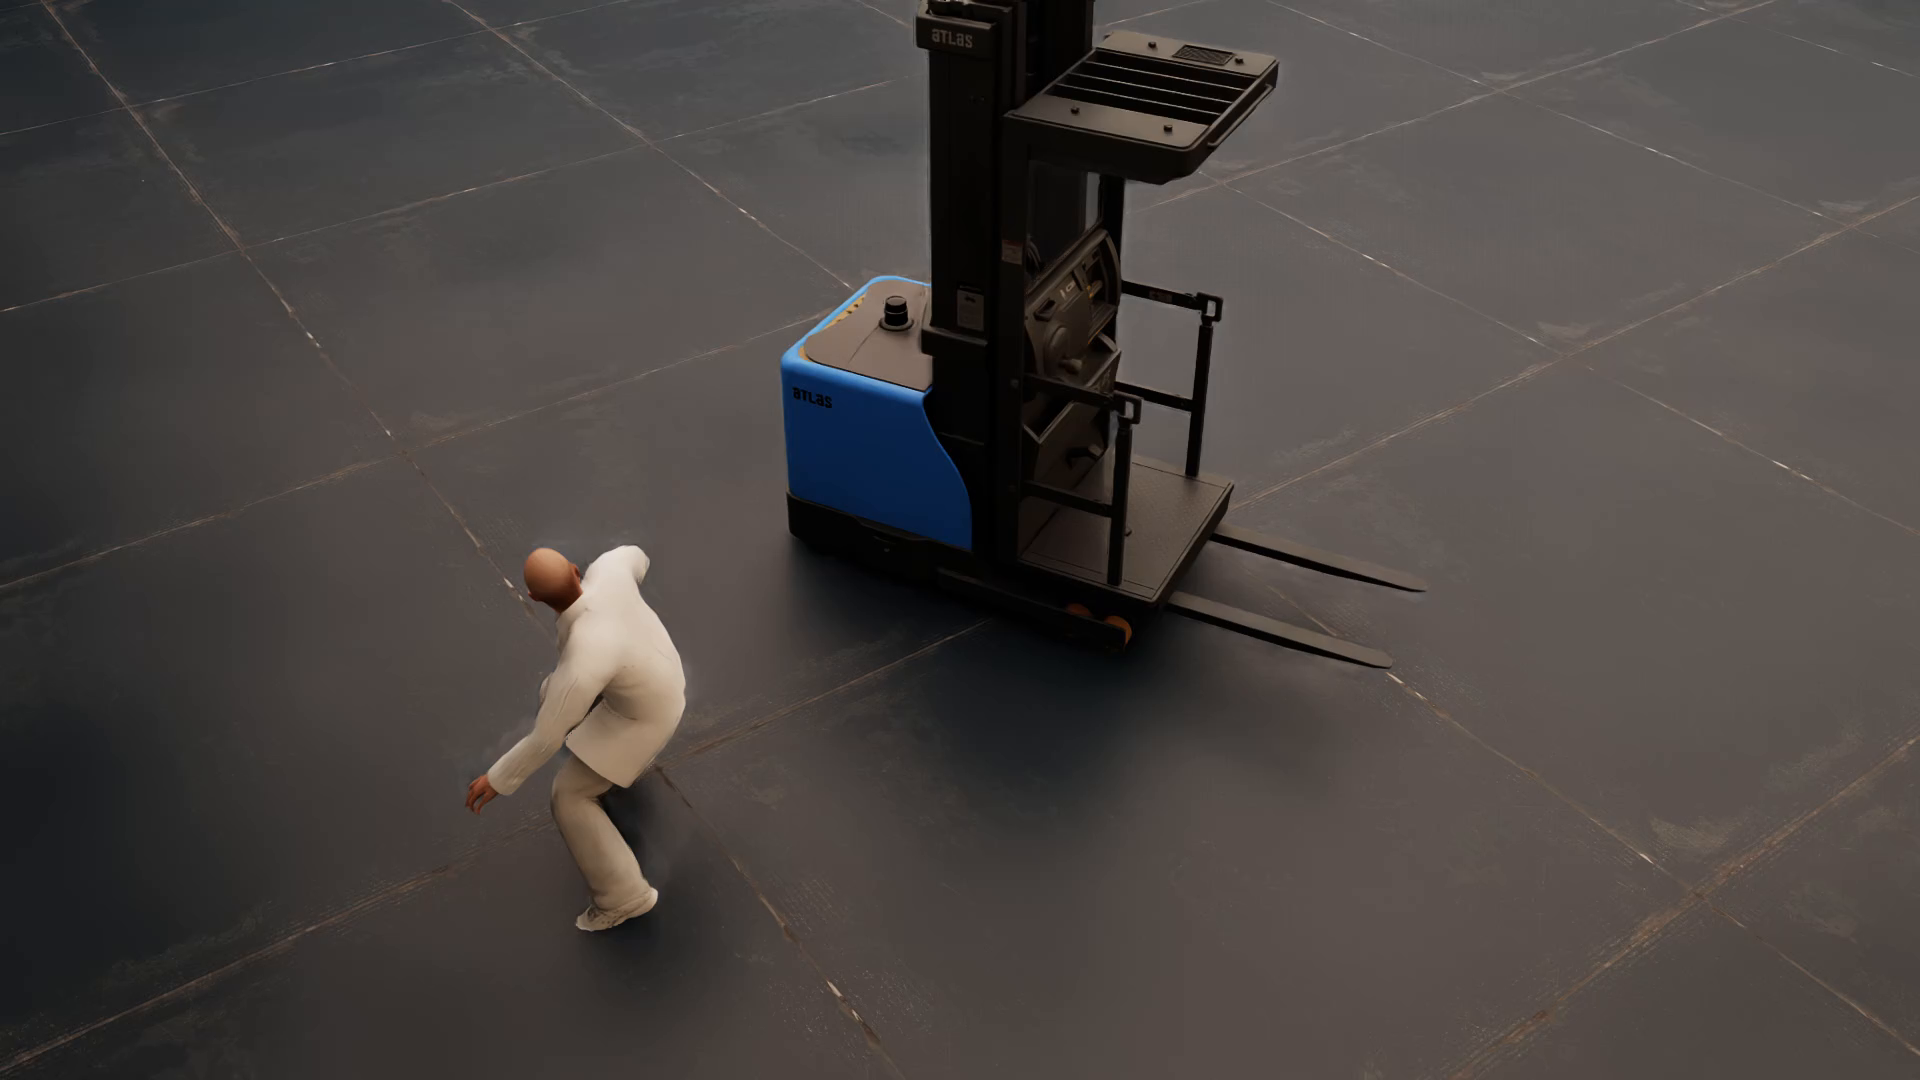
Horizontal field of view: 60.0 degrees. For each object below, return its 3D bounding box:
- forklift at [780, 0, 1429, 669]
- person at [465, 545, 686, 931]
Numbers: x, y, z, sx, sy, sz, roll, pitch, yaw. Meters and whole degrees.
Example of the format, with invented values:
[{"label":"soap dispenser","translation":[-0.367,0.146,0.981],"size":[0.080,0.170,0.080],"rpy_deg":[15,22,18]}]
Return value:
[{"label":"forklift","translation":[0.687,-1.025,7.331],"size":[3.031,2.935,1.130],"rpy_deg":[17,40,22]},{"label":"person","translation":[-1.443,0.672,6.323],"size":[0.782,1.524,0.917],"rpy_deg":[-2,37,-2]}]
